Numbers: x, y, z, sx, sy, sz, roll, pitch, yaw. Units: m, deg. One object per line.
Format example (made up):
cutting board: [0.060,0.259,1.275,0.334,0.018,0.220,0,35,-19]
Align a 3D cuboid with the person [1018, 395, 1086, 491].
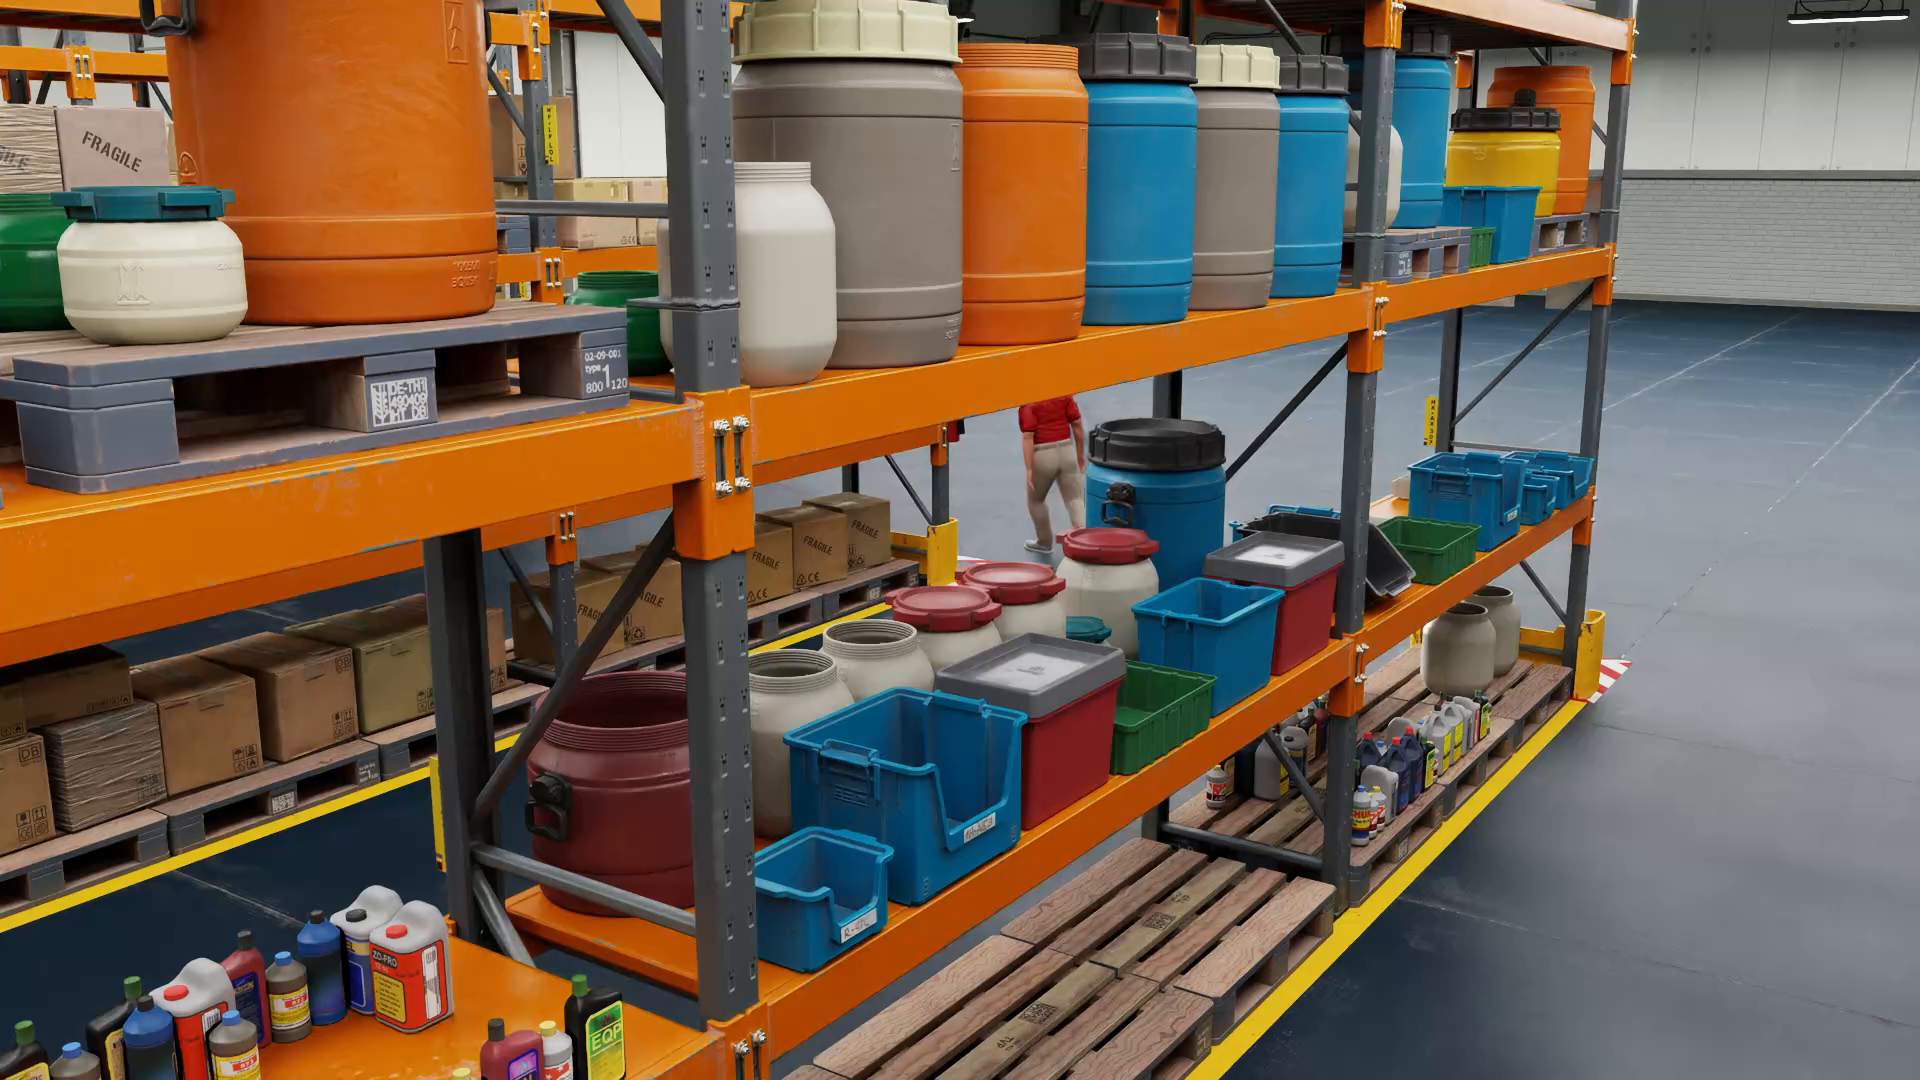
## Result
person: [0.753,-0.970,13.910,0.632,1.058,0.314,-6,14,-25]
